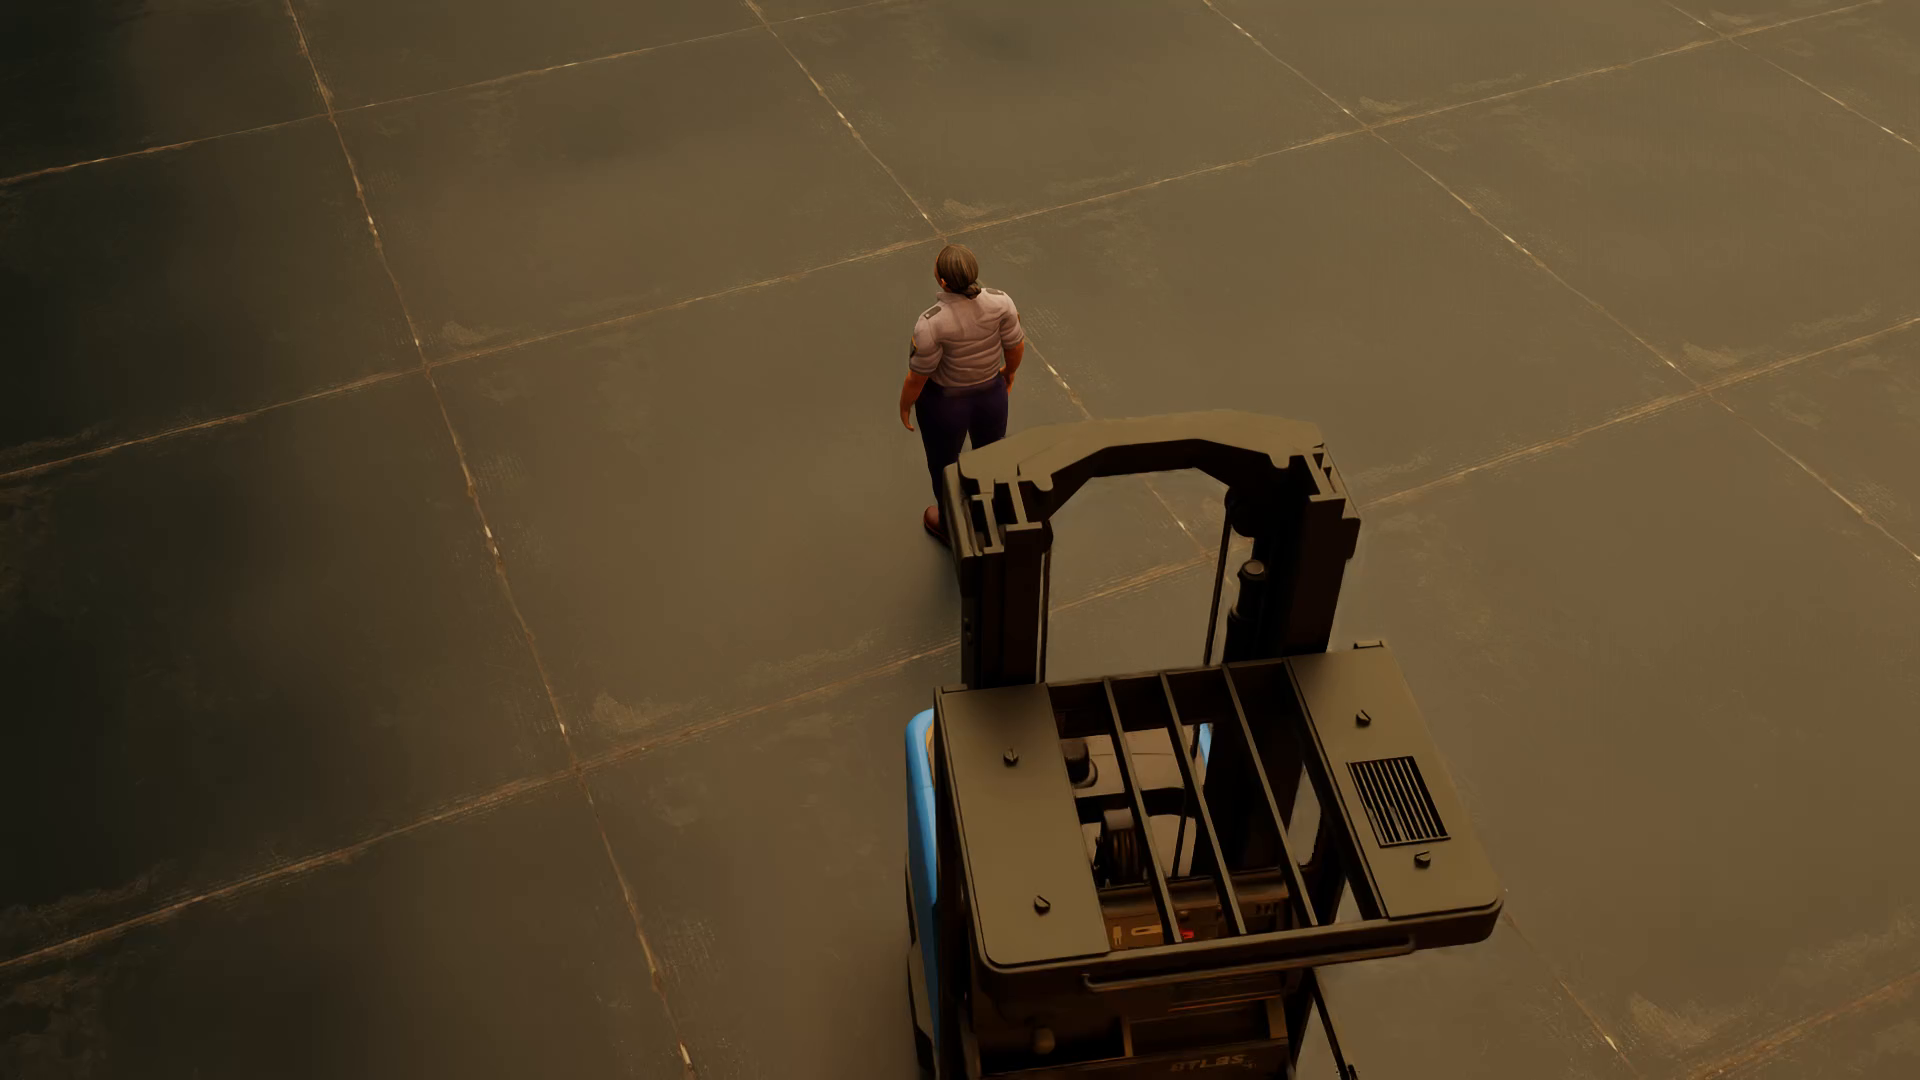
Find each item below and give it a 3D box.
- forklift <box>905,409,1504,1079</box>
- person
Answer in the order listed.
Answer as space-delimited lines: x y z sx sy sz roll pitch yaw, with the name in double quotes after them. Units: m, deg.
0.518 1.242 4.350 1.130 2.935 3.031 -6 43 -6 "forklift"
-0.017 -0.670 7.328 0.598 1.651 0.502 -18 46 -18 "person"
